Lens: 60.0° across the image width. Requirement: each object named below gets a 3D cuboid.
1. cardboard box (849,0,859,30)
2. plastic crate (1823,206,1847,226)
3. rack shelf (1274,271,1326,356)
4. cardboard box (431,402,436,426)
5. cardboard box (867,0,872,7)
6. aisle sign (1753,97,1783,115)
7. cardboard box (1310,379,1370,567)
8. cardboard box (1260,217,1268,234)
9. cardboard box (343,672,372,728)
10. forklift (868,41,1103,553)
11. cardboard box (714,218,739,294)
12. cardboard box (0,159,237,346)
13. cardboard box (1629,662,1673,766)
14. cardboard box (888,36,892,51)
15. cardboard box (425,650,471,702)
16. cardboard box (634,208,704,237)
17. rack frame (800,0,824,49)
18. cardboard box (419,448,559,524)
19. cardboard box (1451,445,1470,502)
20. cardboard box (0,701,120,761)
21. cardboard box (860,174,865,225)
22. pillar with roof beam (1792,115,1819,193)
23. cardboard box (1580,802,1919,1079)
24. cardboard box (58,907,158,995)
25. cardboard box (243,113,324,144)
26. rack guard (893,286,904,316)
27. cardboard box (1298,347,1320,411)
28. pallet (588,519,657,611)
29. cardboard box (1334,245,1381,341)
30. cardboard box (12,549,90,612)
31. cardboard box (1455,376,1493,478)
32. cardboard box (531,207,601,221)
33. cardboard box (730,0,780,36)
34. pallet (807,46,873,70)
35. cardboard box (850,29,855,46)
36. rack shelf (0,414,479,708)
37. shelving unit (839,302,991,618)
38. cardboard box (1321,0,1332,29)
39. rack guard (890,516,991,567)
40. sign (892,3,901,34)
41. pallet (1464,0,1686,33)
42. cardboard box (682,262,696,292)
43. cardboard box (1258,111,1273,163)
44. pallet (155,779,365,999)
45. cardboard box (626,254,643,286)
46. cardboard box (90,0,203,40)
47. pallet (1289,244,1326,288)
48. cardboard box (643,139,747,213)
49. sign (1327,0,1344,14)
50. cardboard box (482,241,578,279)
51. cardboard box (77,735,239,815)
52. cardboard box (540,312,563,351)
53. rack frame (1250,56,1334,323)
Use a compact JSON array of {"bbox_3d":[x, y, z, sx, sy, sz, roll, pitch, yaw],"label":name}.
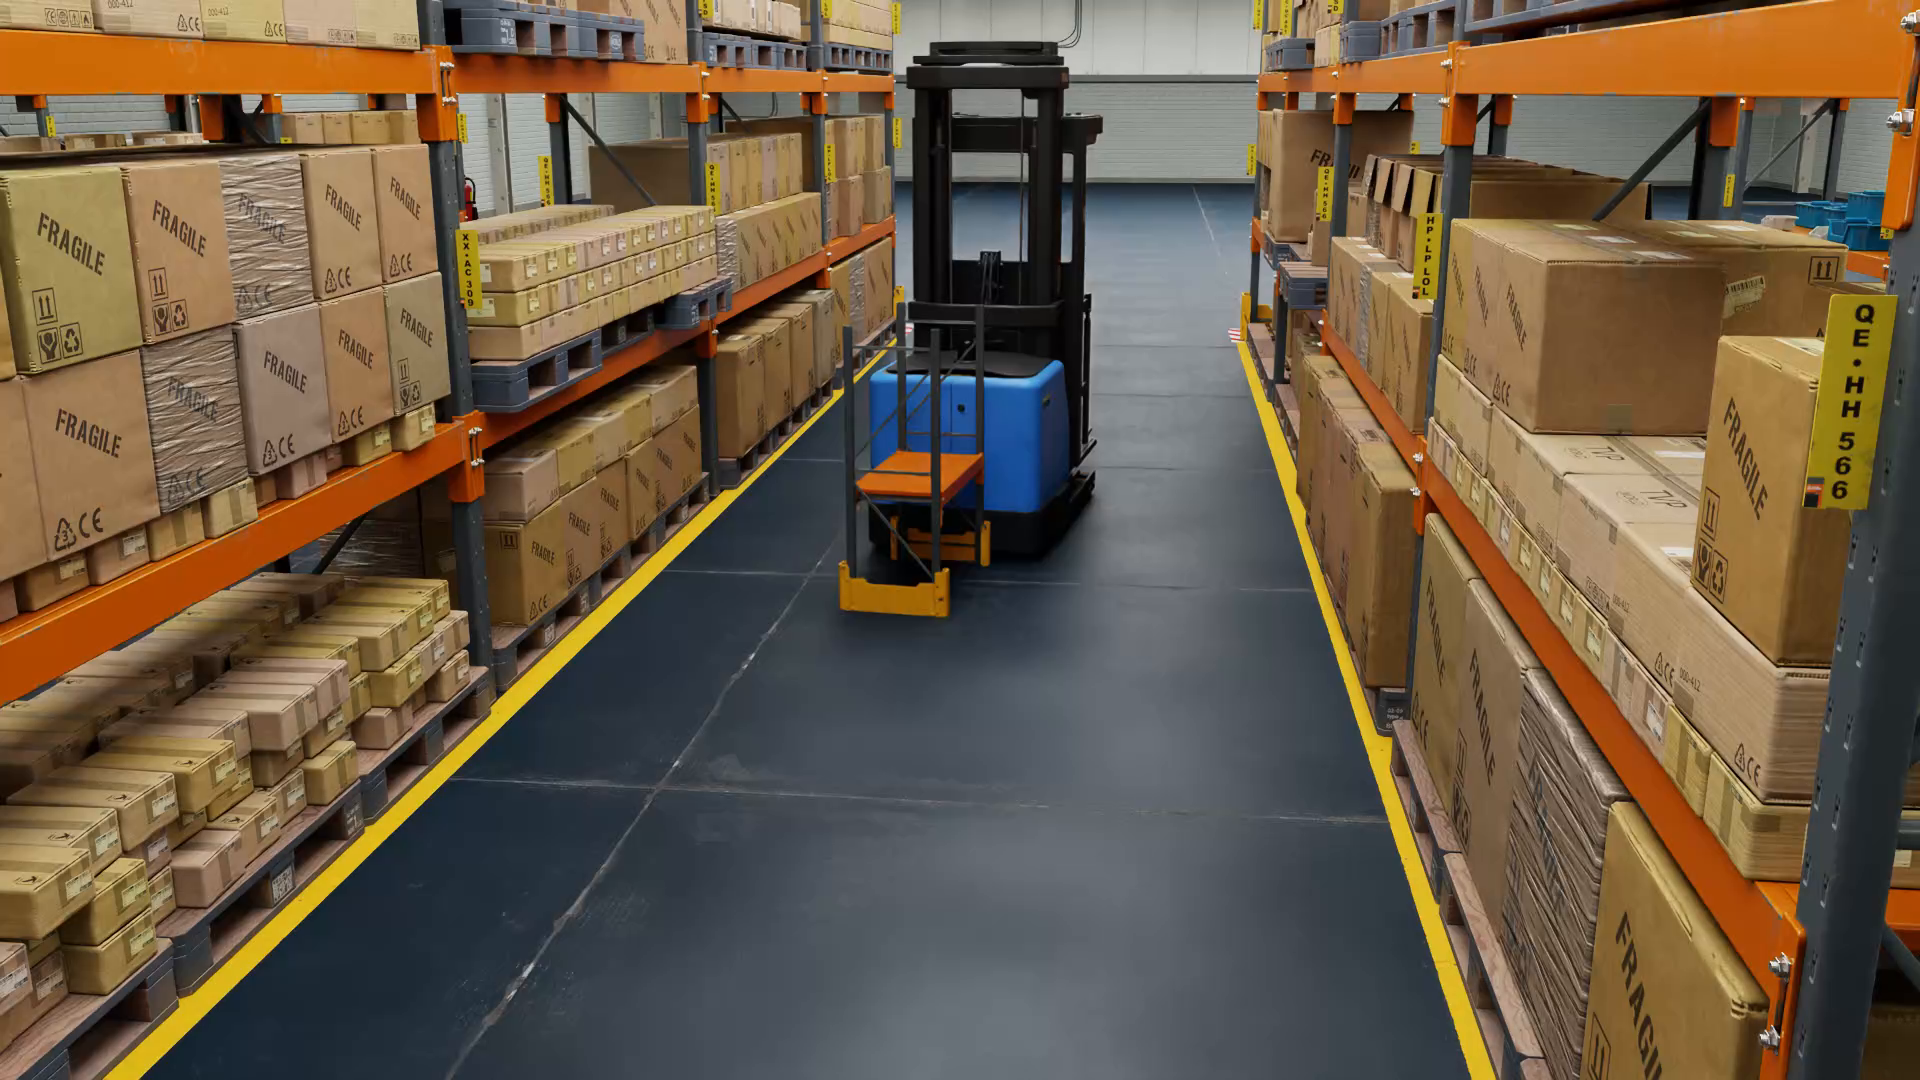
[{"bbox_3d":[-1.238,-4.947,15.687,0.500,0.250,0.500,2,15,6],"label":"cardboard box"},{"bbox_3d":[8.768,-3.137,16.303,0.499,0.251,0.408,2,15,6],"label":"plastic crate"},{"bbox_3d":[3.008,-1.758,12.297,1.077,0.370,4.000,2,15,6],"label":"rack shelf"},{"bbox_3d":[-2.386,-0.520,6.819,0.380,0.149,0.250,2,15,6],"label":"cardboard box"},{"bbox_3d":[-1.077,-5.370,16.485,0.380,0.149,0.250,1,15,5],"label":"cardboard box"},{"bbox_3d":[8.323,-4.798,17.180,0.394,0.787,0.004,2,15,6],"label":"aisle sign"},{"bbox_3d":[2.575,-0.355,8.993,1.225,0.875,0.875,2,15,6],"label":"cardboard box"},{"bbox_3d":[3.150,-3.088,16.315,0.380,0.149,0.250,2,15,6],"label":"cardboard box"},{"bbox_3d":[-2.463,0.602,6.277,0.380,0.149,0.250,2,15,7],"label":"cardboard box"},{"bbox_3d":[0.299,-1.682,10.766,1.130,2.935,3.031,4,16,13],"label":"forklift"},{"bbox_3d":[-1.816,-1.916,11.310,0.500,0.500,0.500,2,15,7],"label":"cardboard box"},{"bbox_3d":[-2.538,-0.865,4.938,0.500,0.500,0.500,1,15,4],"label":"cardboard box"},{"bbox_3d":[1.649,0.374,3.513,0.380,0.149,0.250,2,15,6],"label":"cardboard box"},{"bbox_3d":[-0.933,-5.316,17.813,0.380,0.149,0.250,2,15,6],"label":"cardboard box"},{"bbox_3d":[-2.292,0.563,6.989,0.380,0.149,0.250,2,15,7],"label":"cardboard box"},{"bbox_3d":[-1.765,-1.922,10.062,0.380,0.149,0.250,2,15,6],"label":"cardboard box"},{"bbox_3d":[-1.684,-5.693,13.976,1.000,3.000,0.127,2,15,6],"label":"rack frame"},{"bbox_3d":[-2.240,-0.264,7.939,0.500,0.250,0.500,1,15,4],"label":"cardboard box"},{"bbox_3d":[1.908,-0.225,5.729,0.380,0.149,0.250,2,15,8],"label":"cardboard box"},{"bbox_3d":[-3.033,0.652,5.521,0.380,0.149,0.250,2,15,7],"label":"cardboard box"},{"bbox_3d":[-1.458,-3.524,17.161,0.875,0.550,0.550,2,15,6],"label":"cardboard box"},{"bbox_3d":[18.338,-13.821,44.035,9.100,9.000,0.400,2,15,6],"label":"pillar with roof beam"},{"bbox_3d":[1.872,1.142,3.456,0.875,0.875,0.875,2,15,6],"label":"cardboard box"},{"bbox_3d":[-2.553,1.165,4.766,0.380,0.149,0.250,2,15,7],"label":"cardboard box"},{"bbox_3d":[-6.348,-3.699,15.417,0.700,0.500,0.500,2,15,6],"label":"cardboard box"},{"bbox_3d":[-1.230,-2.634,18.945,1.175,0.500,0.348,2,15,6],"label":"rack guard"},{"bbox_3d":[3.007,-1.203,12.812,0.700,0.500,0.500,0,15,1],"label":"cardboard box"},{"bbox_3d":[-2.365,0.105,9.370,1.003,0.211,1.213,2,15,6],"label":"pallet"},{"bbox_3d":[2.401,-1.383,9.340,0.500,0.500,0.500,1,15,5],"label":"cardboard box"},{"bbox_3d":[-2.656,0.086,4.578,0.380,0.149,0.250,2,15,6],"label":"cardboard box"},{"bbox_3d":[1.956,-0.378,5.530,0.500,0.250,0.500,2,15,6],"label":"cardboard box"},{"bbox_3d":[-2.407,-1.944,10.142,0.380,0.149,0.250,1,15,5],"label":"cardboard box"},{"bbox_3d":[-1.663,-3.992,12.606,0.500,0.311,0.500,1,15,4],"label":"cardboard box"},{"bbox_3d":[-1.441,-4.729,16.329,1.003,0.211,1.213,2,15,6],"label":"pallet"},{"bbox_3d":[-1.192,-4.723,15.620,0.380,0.149,0.250,1,15,5],"label":"cardboard box"},{"bbox_3d":[-2.812,0.144,5.261,1.077,0.370,4.000,2,15,6],"label":"rack shelf"},{"bbox_3d":[-0.230,-0.470,9.028,0.587,1.500,1.083,4,16,13],"label":"shelving unit"},{"bbox_3d":[2.634,-3.589,10.793,0.500,0.500,0.500,2,15,6],"label":"cardboard box"},{"bbox_3d":[-0.115,0.007,9.659,0.587,0.250,0.087,4,16,13],"label":"rack guard"},{"bbox_3d":[-0.695,-5.652,18.026,0.100,0.325,0.005,2,15,6],"label":"sign"},{"bbox_3d":[2.228,-1.743,5.284,1.003,0.211,1.213,2,15,6],"label":"pallet"},{"bbox_3d":[-1.792,-1.568,9.892,0.380,0.149,0.250,2,15,7],"label":"cardboard box"},{"bbox_3d":[3.288,-4.072,16.799,0.500,0.500,0.500,2,15,6],"label":"cardboard box"},{"bbox_3d":[-2.762,1.117,5.628,1.003,0.211,1.213,2,15,6],"label":"pallet"},{"bbox_3d":[-1.911,-1.441,8.852,0.380,0.149,0.250,1,15,5],"label":"cardboard box"},{"bbox_3d":[-2.555,-1.573,4.773,0.500,0.250,0.500,2,15,6],"label":"cardboard box"},{"bbox_3d":[2.965,-2.009,12.213,1.003,0.211,1.213,2,15,6],"label":"pallet"},{"bbox_3d":[-1.963,-2.671,12.185,0.700,0.500,0.500,1,15,5],"label":"cardboard box"},{"bbox_3d":[2.243,-3.301,9.887,0.100,0.325,0.005,2,15,6],"label":"sign"},{"bbox_3d":[-2.028,-1.318,7.827,0.380,0.149,0.250,2,15,7],"label":"cardboard box"},{"bbox_3d":[-2.512,0.734,5.218,0.380,0.149,0.250,2,15,7],"label":"cardboard box"},{"bbox_3d":[-2.059,-0.964,7.658,0.380,0.149,0.250,2,15,7],"label":"cardboard box"},{"bbox_3d":[3.685,-3.662,17.958,1.000,3.000,0.127,2,15,6],"label":"rack frame"}]
